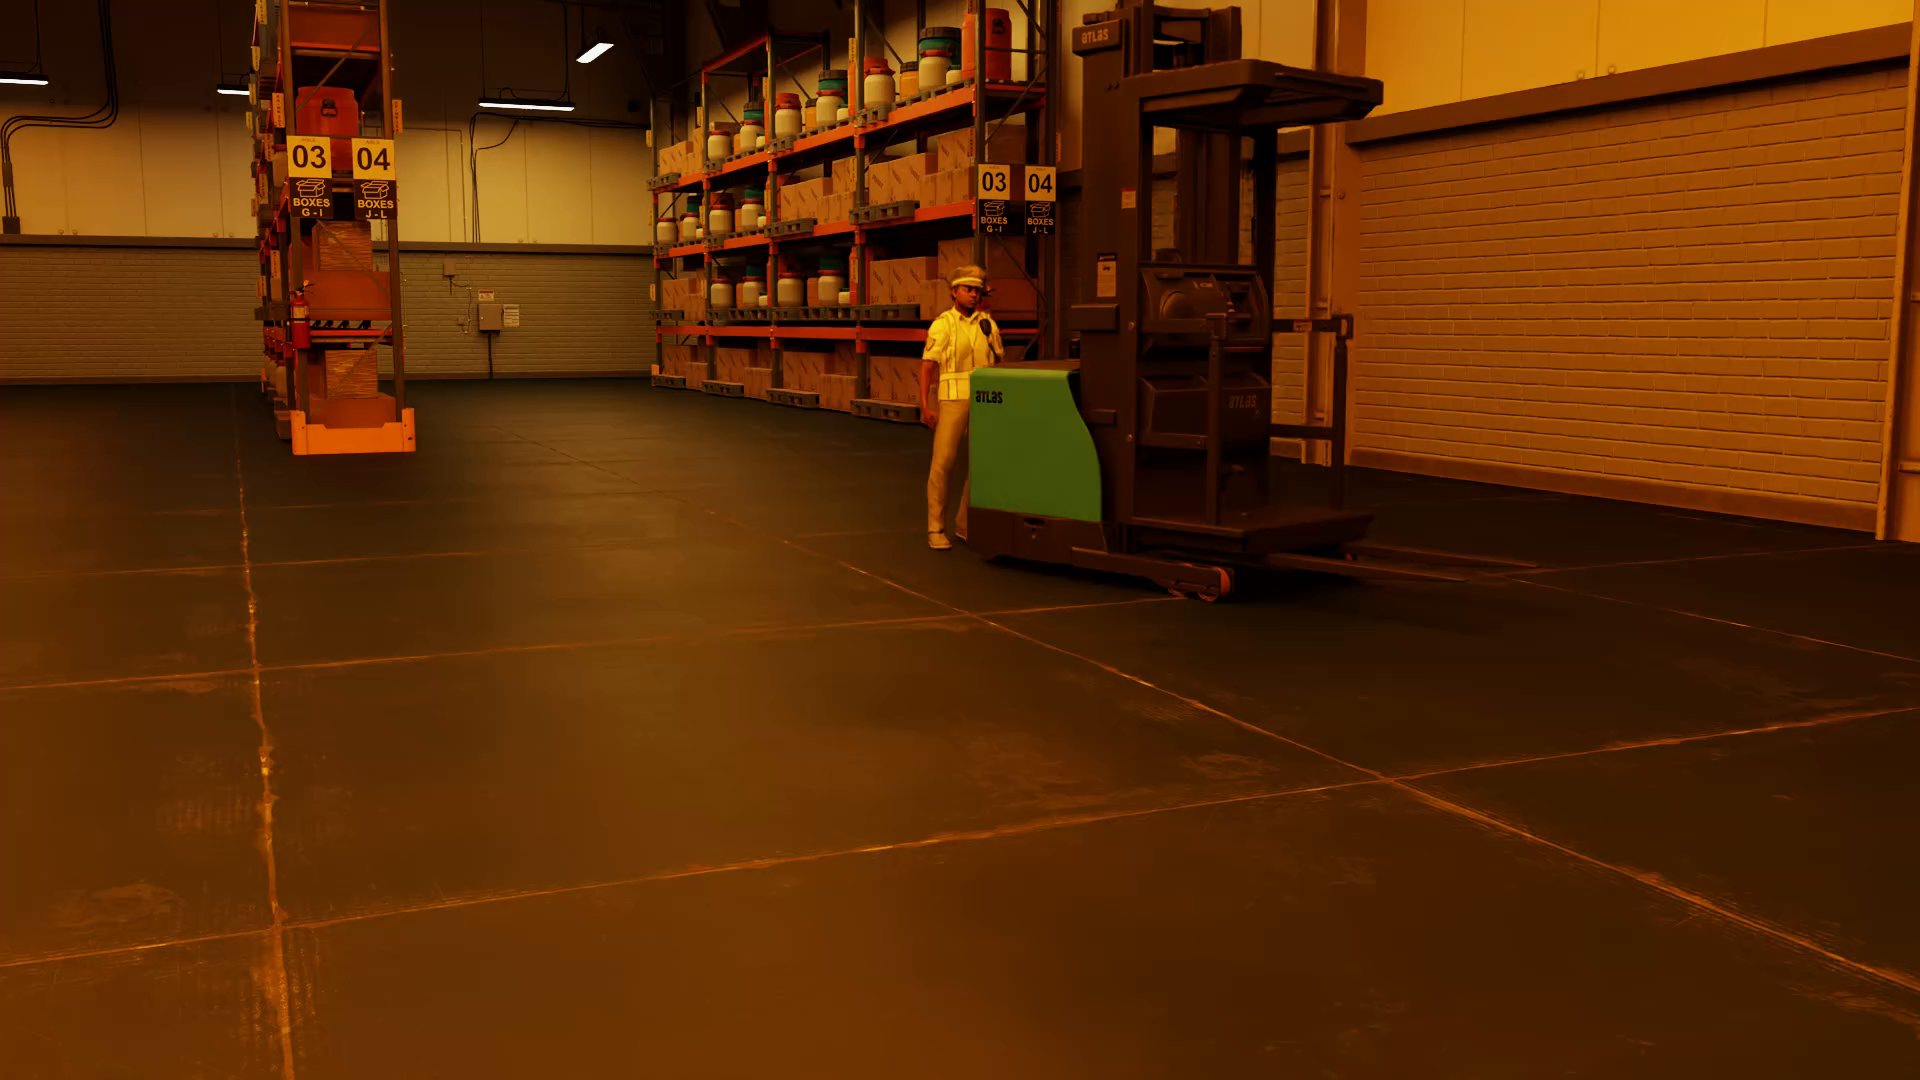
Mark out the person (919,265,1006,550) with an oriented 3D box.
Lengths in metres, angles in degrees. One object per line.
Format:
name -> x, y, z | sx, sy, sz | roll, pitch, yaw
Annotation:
person -> 0.063, -0.788, 9.887 | 0.594, 1.671, 0.545 | -2, 8, -17

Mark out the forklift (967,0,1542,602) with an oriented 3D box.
forklift -> 1.395, -1.234, 8.299 | 1.130, 2.935, 3.031 | -7, 10, -41
